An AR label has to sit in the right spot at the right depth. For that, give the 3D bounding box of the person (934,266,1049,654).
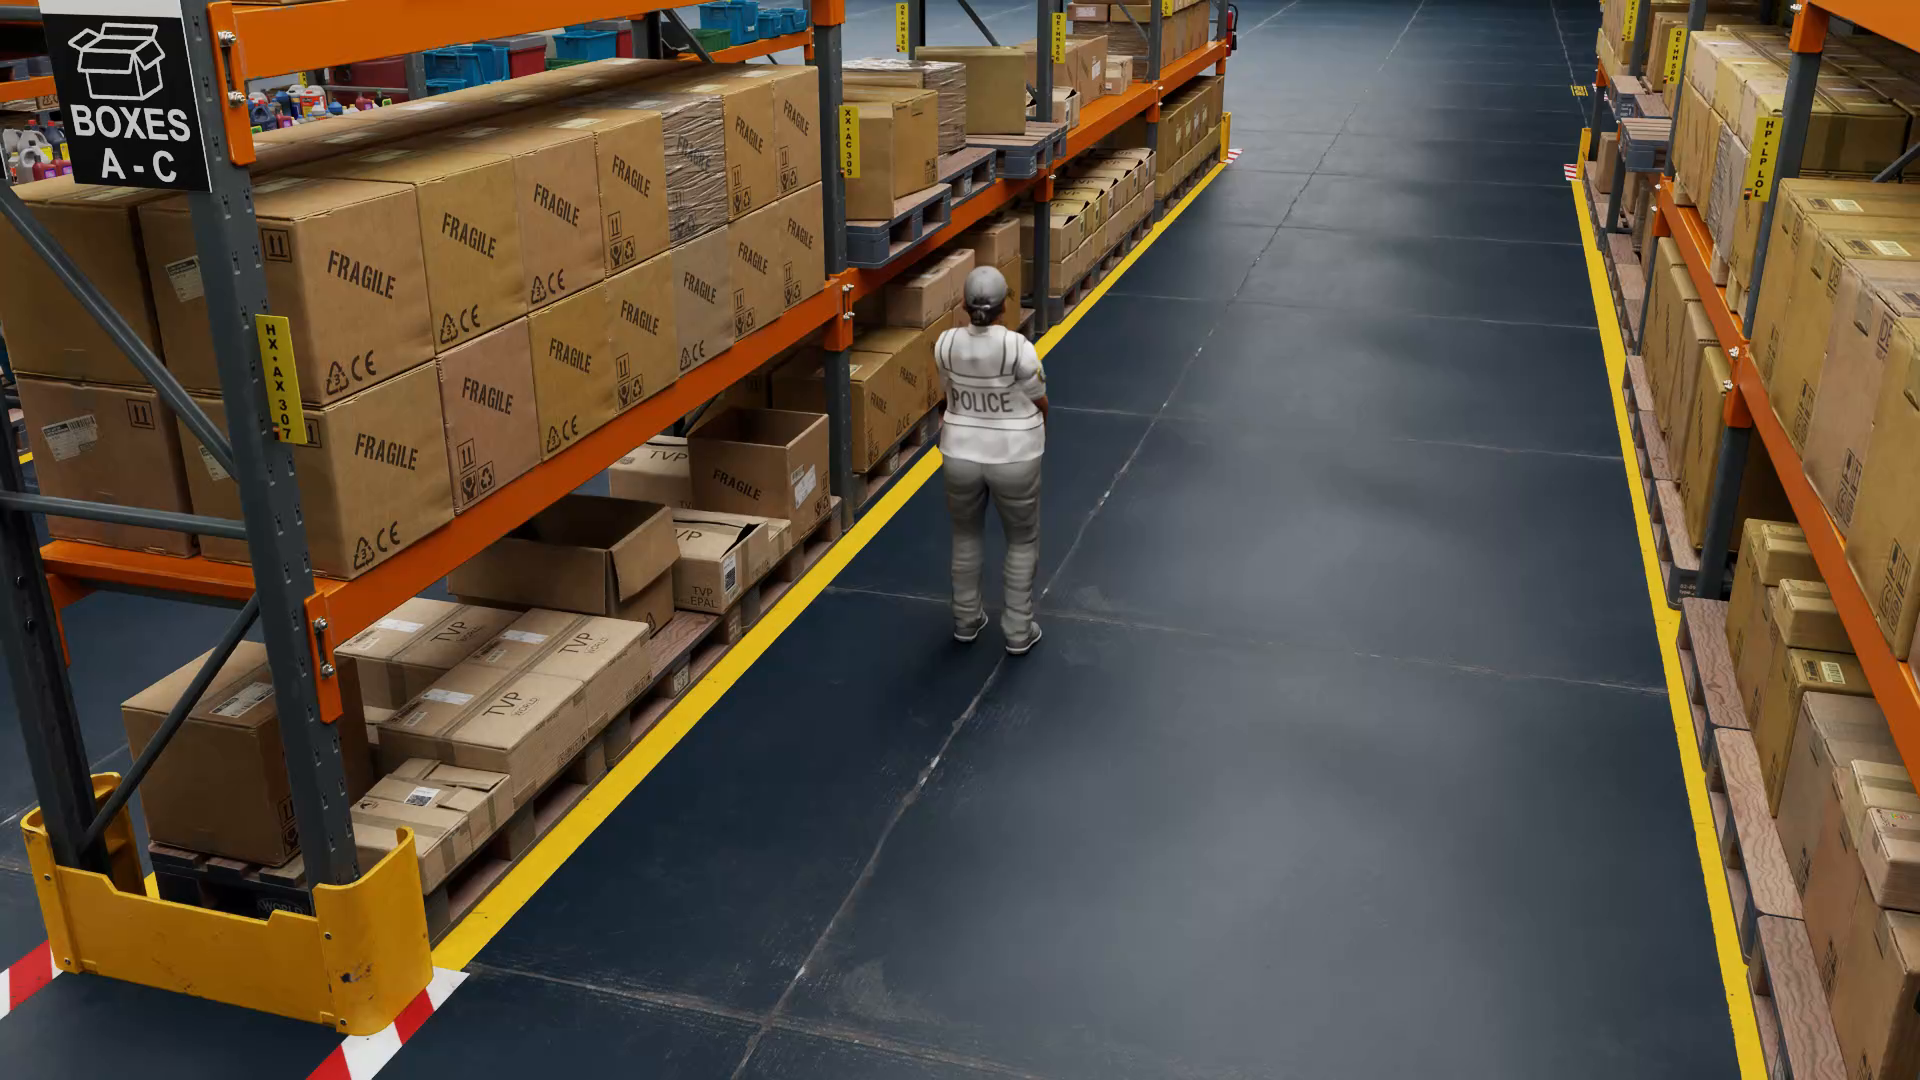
[{"bbox_3d":[0.148,-0.349,6.962,0.455,1.656,0.535,7,23,16],"label":"person"}]
